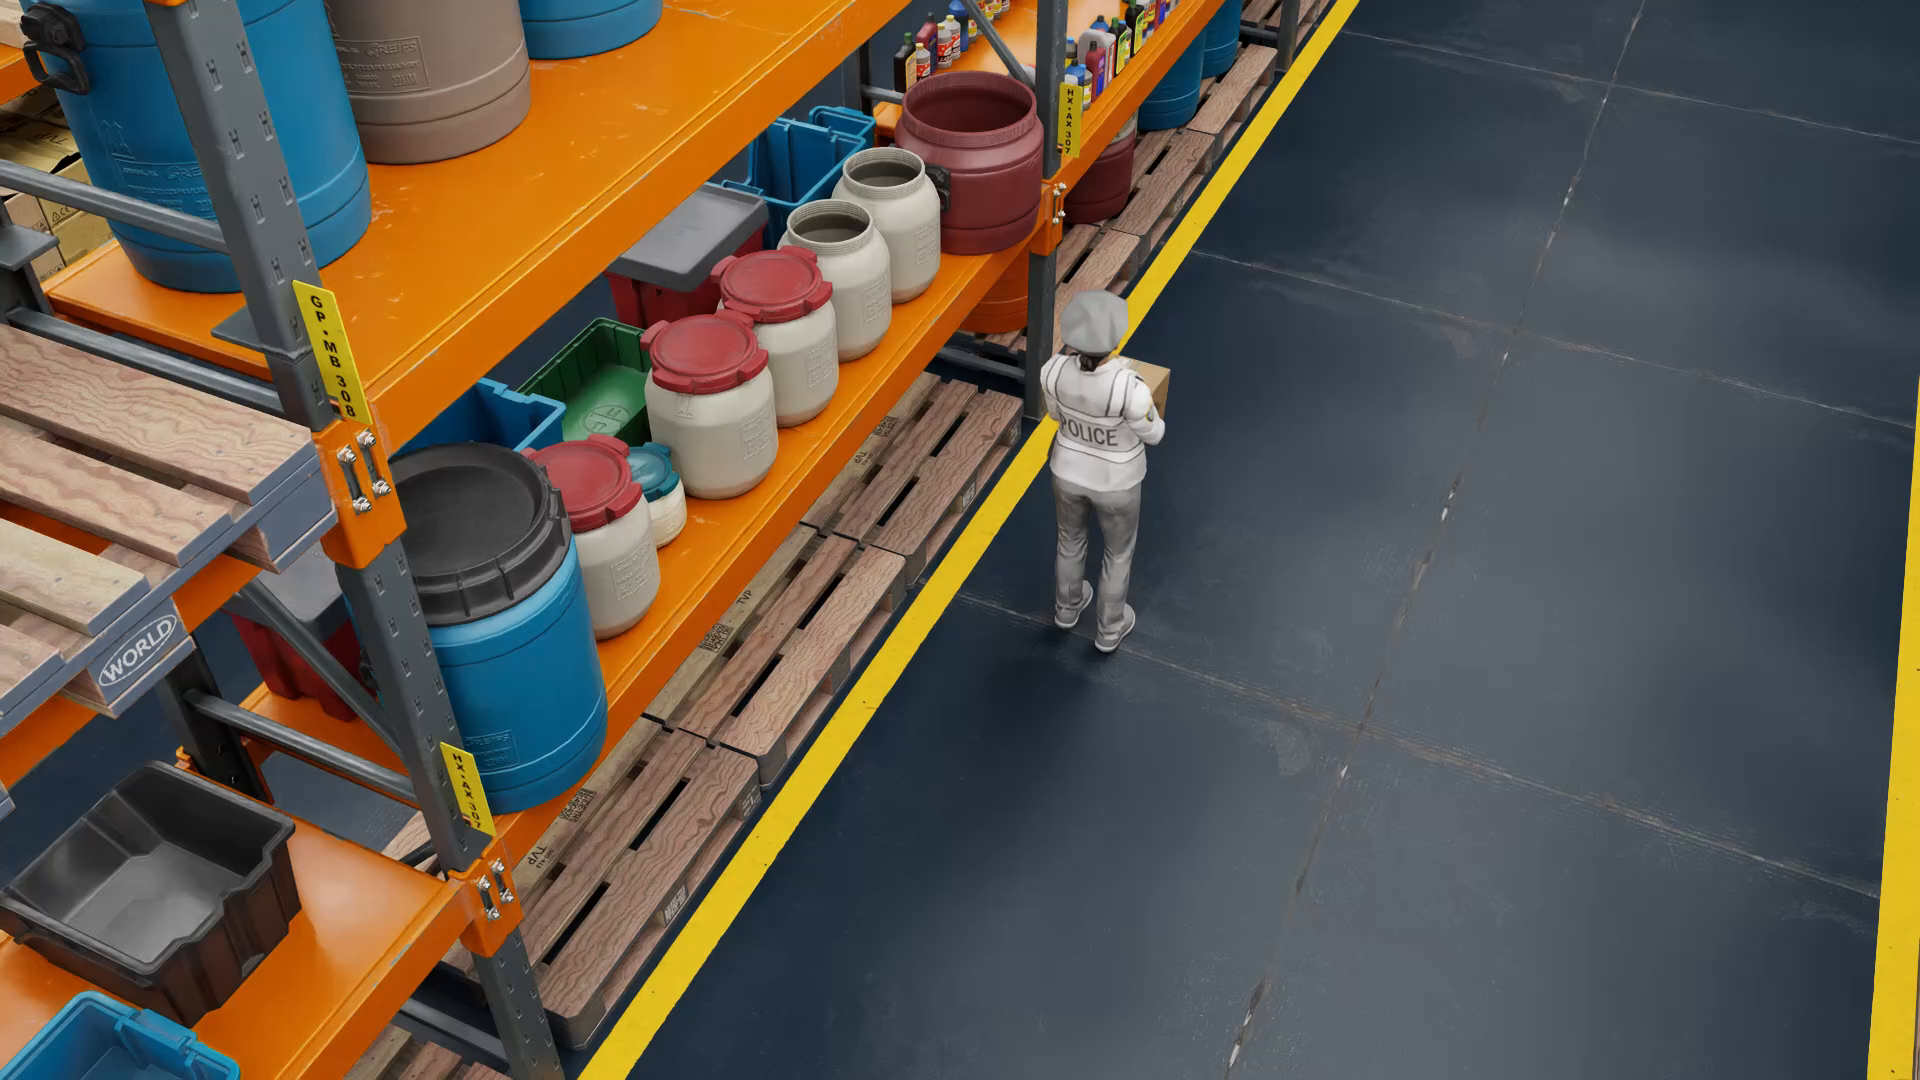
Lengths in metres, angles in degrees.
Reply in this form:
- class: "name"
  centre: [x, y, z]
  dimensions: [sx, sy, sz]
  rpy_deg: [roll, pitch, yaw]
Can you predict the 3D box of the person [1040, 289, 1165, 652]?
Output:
- class: "person"
  centre: [0.557, -0.292, 6.465]
  dimensions: [0.459, 1.686, 0.555]
  rpy_deg: [18, 45, 19]
